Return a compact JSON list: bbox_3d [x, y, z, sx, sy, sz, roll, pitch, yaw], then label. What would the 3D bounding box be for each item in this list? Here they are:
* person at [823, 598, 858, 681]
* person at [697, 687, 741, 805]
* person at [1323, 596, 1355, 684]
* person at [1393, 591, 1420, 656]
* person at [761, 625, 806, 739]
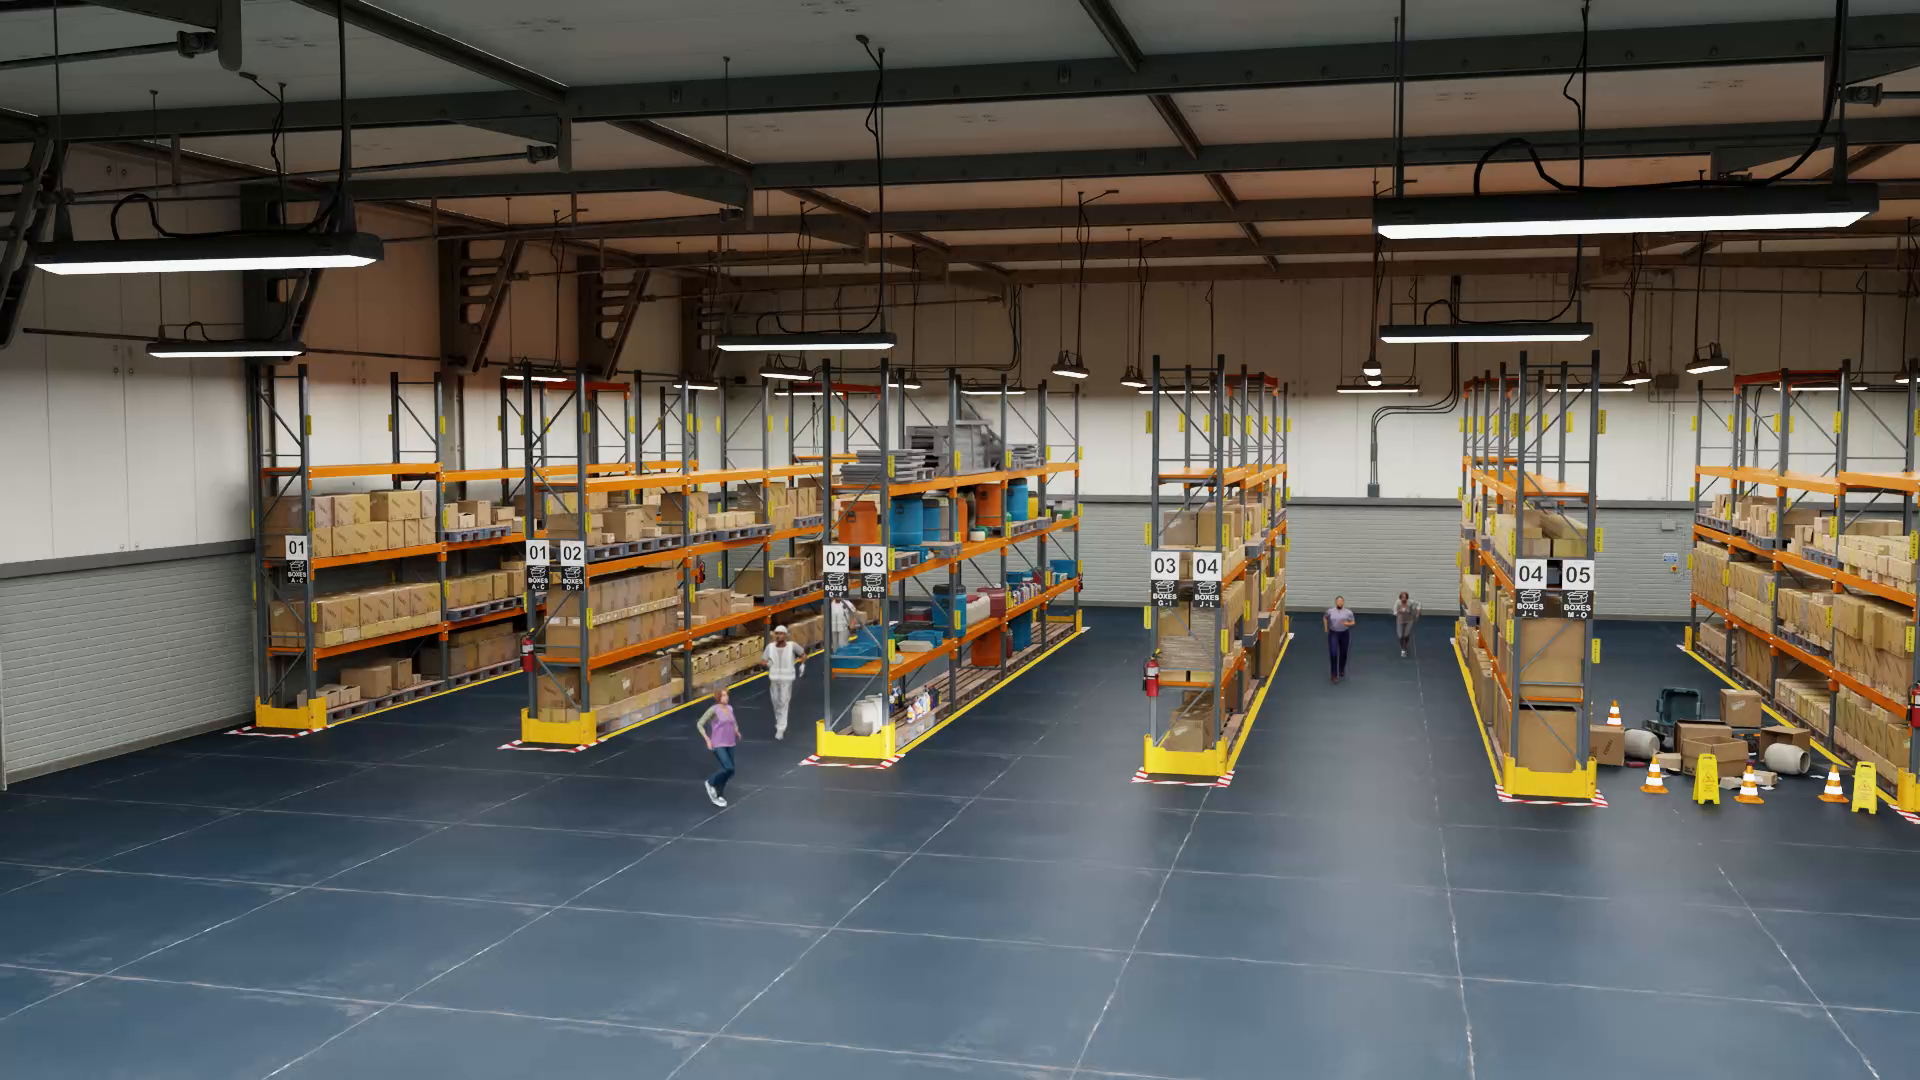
[{"bbox_3d":[-2.277,1.770,31.313,0.610,1.741,0.642,1,4,11],"label":"person"},{"bbox_3d":[-3.095,2.718,21.818,0.543,1.562,0.528,3,5,39],"label":"person"},{"bbox_3d":[7.414,1.930,32.528,0.594,1.658,0.877,1,4,8],"label":"person"},{"bbox_3d":[9.629,1.812,35.856,0.556,1.448,0.793,1,4,19],"label":"person"},{"bbox_3d":[-2.882,2.255,26.789,0.694,1.745,1.058,1,4,9],"label":"person"}]
